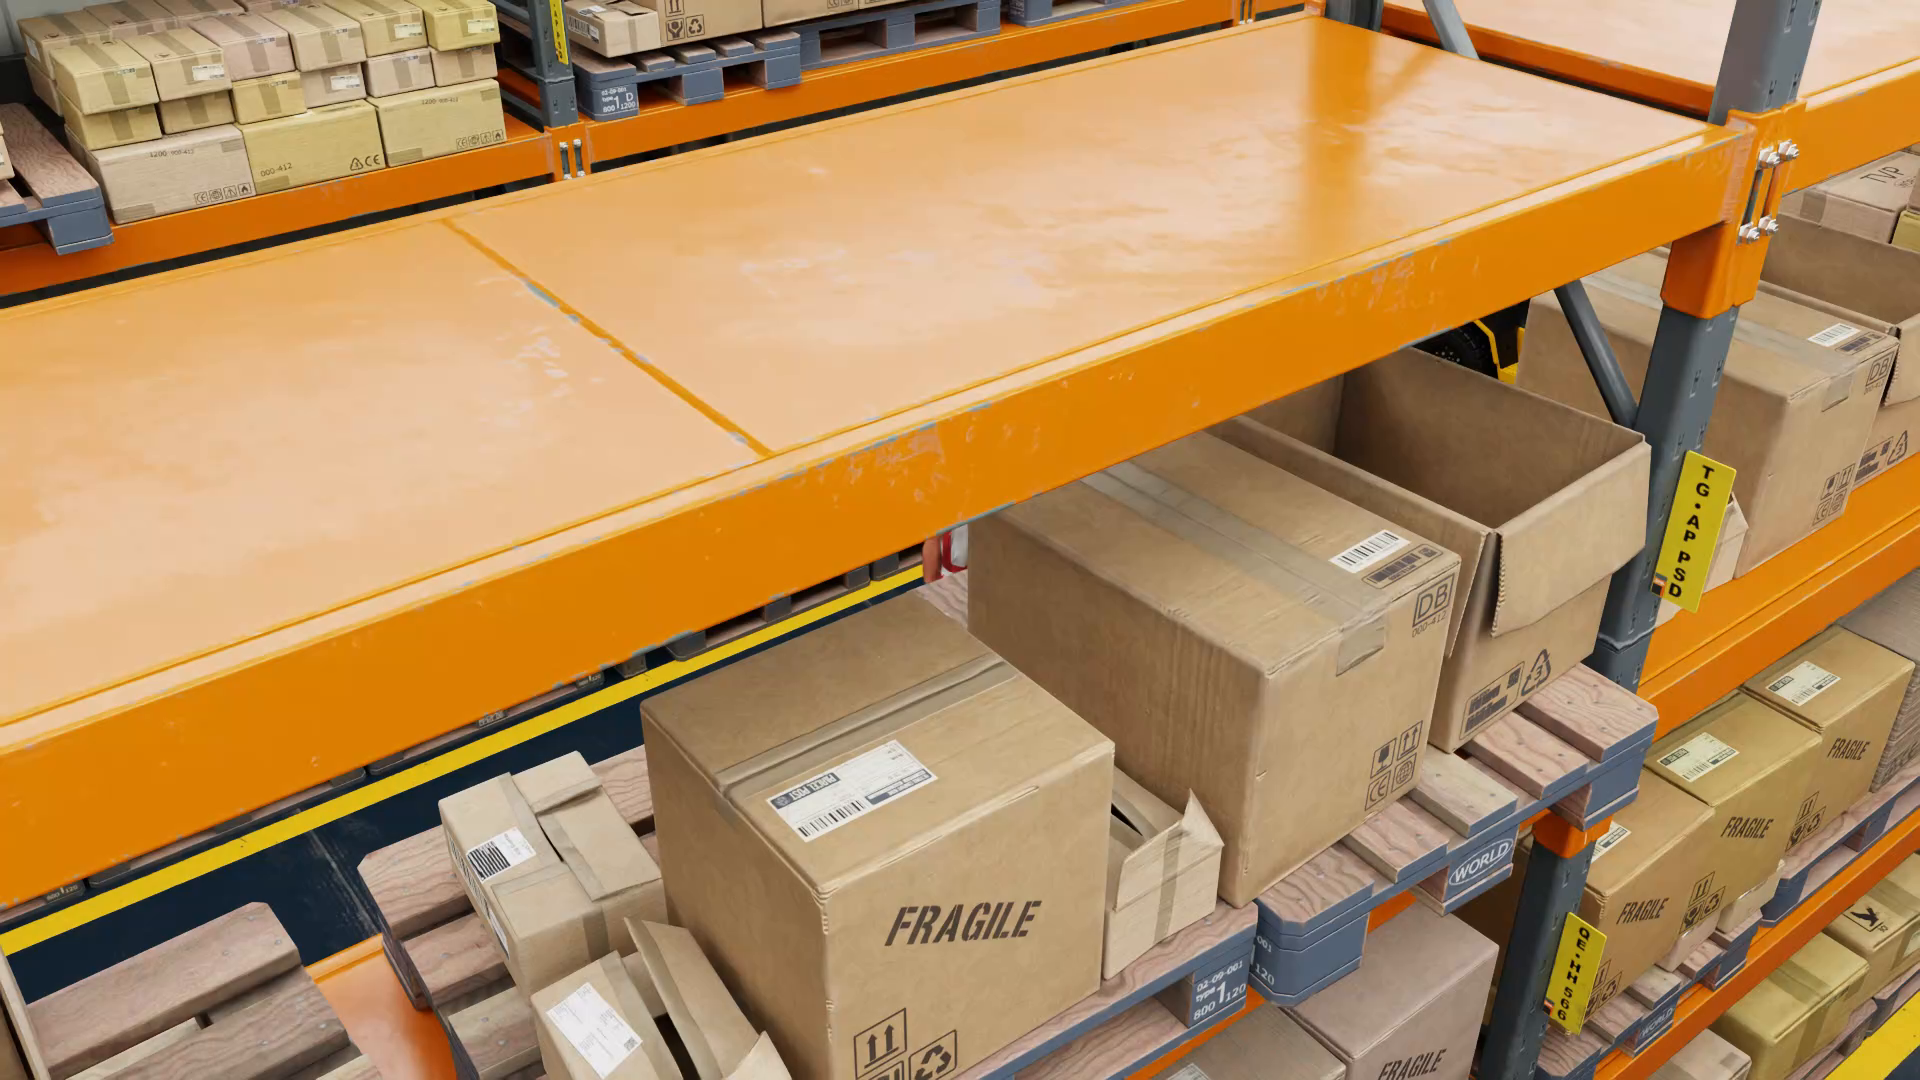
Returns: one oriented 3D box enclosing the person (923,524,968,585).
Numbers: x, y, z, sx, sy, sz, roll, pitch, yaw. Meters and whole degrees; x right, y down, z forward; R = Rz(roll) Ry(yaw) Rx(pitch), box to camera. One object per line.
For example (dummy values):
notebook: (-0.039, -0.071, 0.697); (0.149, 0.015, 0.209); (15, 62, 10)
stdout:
person: (0.123, 0.228, 7.402); (0.583, 1.787, 0.662); (4, 32, 7)
